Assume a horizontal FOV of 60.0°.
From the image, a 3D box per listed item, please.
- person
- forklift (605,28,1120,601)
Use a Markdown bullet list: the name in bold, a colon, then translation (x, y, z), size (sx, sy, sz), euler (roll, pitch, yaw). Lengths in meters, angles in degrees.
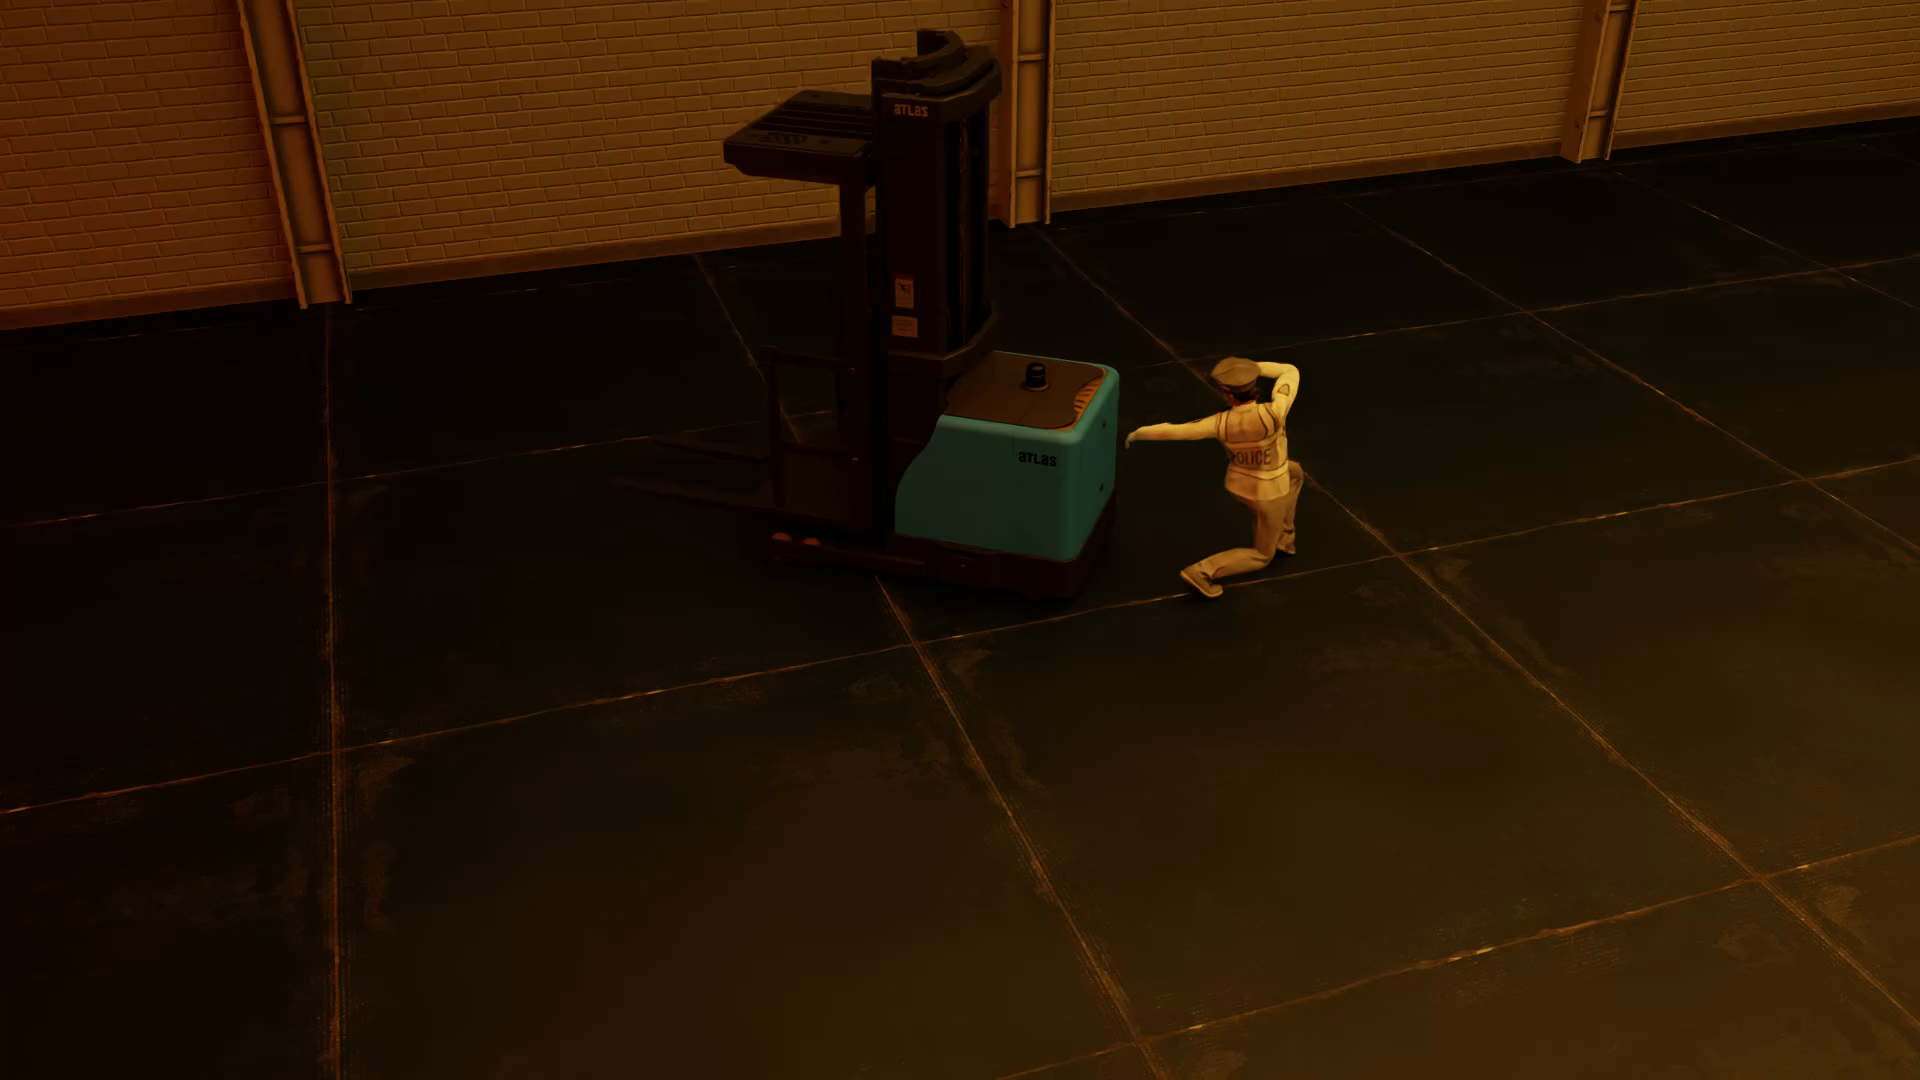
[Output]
- **person**: translation (1.493, -0.458, 9.436), size (0.925, 1.375, 0.893), euler (-26, 39, -37)
- **forklift**: translation (-0.638, -1.353, 9.438), size (3.031, 2.935, 1.130), euler (9, 31, 16)
